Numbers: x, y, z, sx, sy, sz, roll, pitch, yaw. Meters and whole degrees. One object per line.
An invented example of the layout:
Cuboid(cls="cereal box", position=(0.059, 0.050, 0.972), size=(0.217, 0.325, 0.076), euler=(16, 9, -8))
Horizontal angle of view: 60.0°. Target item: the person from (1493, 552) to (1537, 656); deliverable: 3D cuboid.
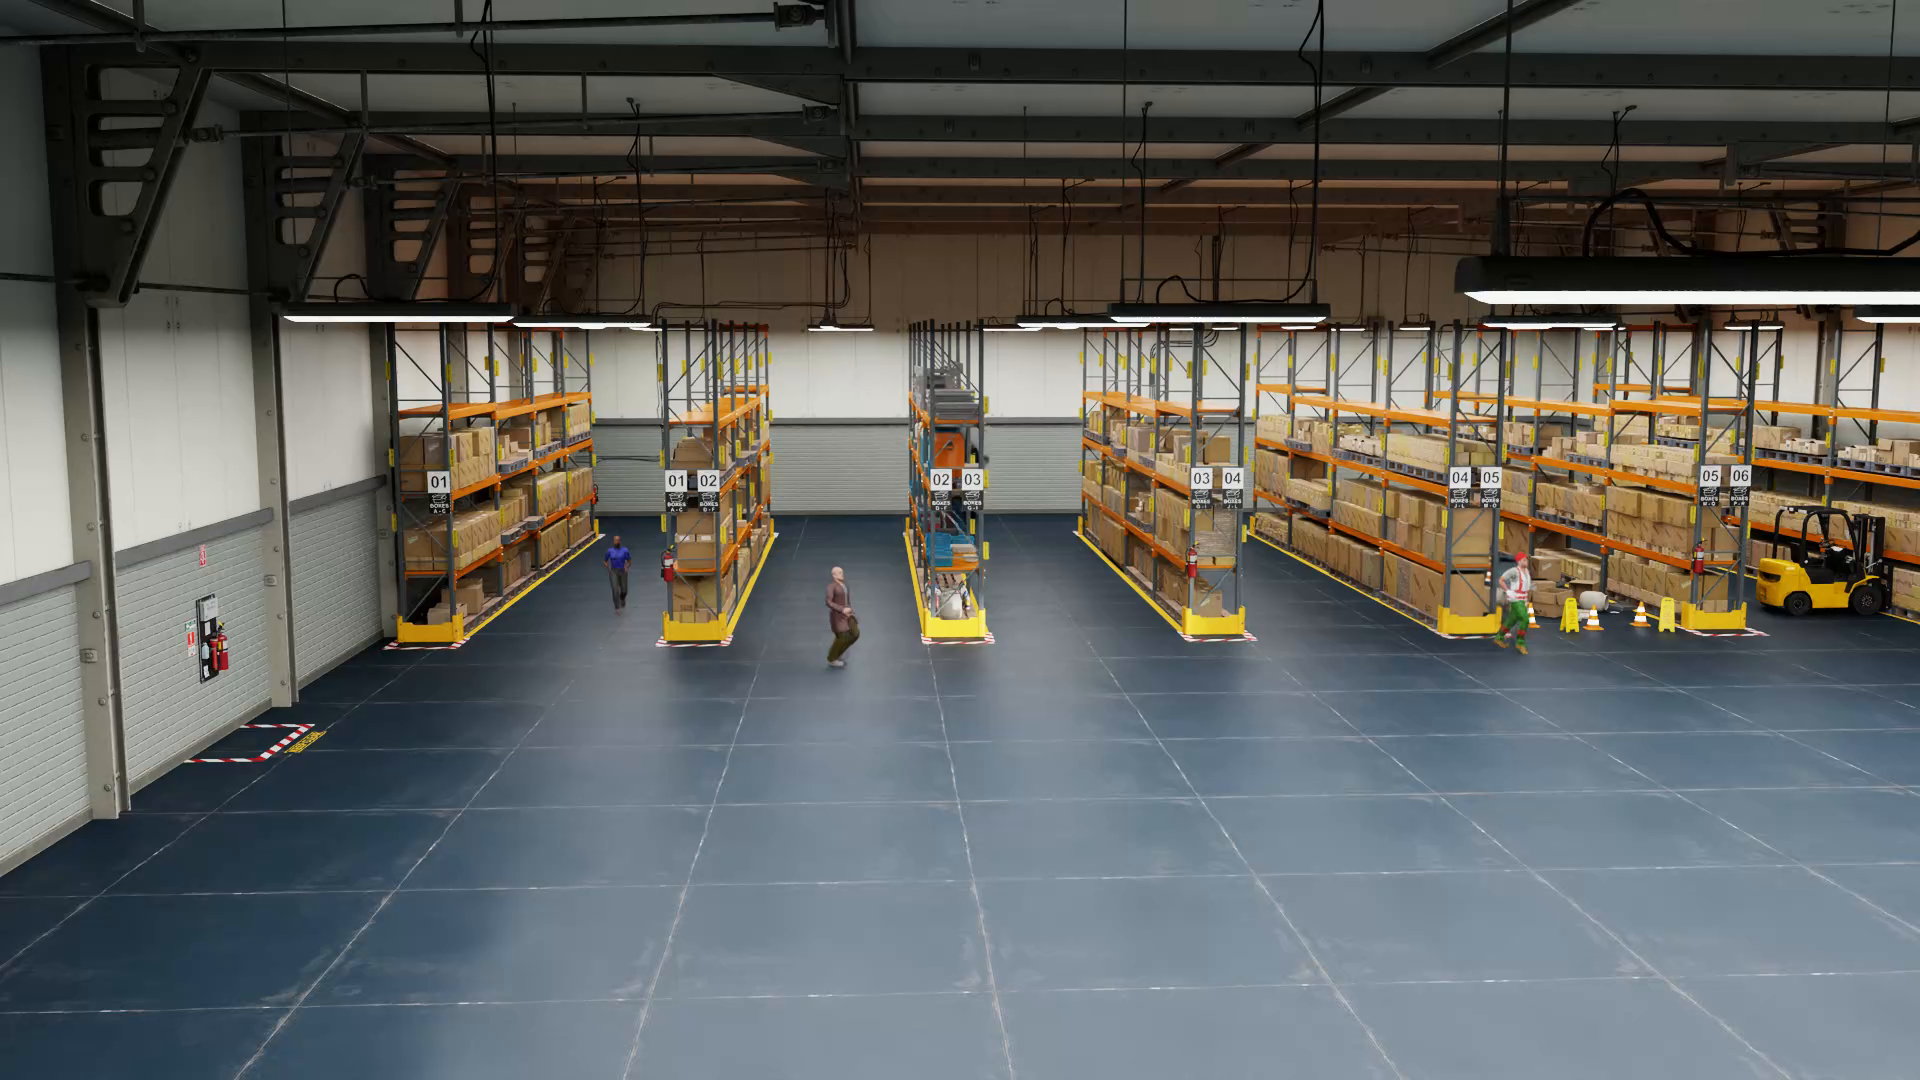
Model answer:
Cuboid(cls="person", position=(10.055, 1.130, 30.057), size=(0.743, 1.844, 0.676), euler=(7, 10, 44))

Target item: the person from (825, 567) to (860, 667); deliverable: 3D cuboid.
Cuboid(cls="person", position=(-2.042, 1.322, 28.707), size=(0.607, 1.737, 0.722), euler=(4, 8, 27))

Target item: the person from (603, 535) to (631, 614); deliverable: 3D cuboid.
Cuboid(cls="person", position=(-7.056, 0.701, 34.256), size=(0.573, 1.602, 0.587), euler=(-2, 7, -15))
